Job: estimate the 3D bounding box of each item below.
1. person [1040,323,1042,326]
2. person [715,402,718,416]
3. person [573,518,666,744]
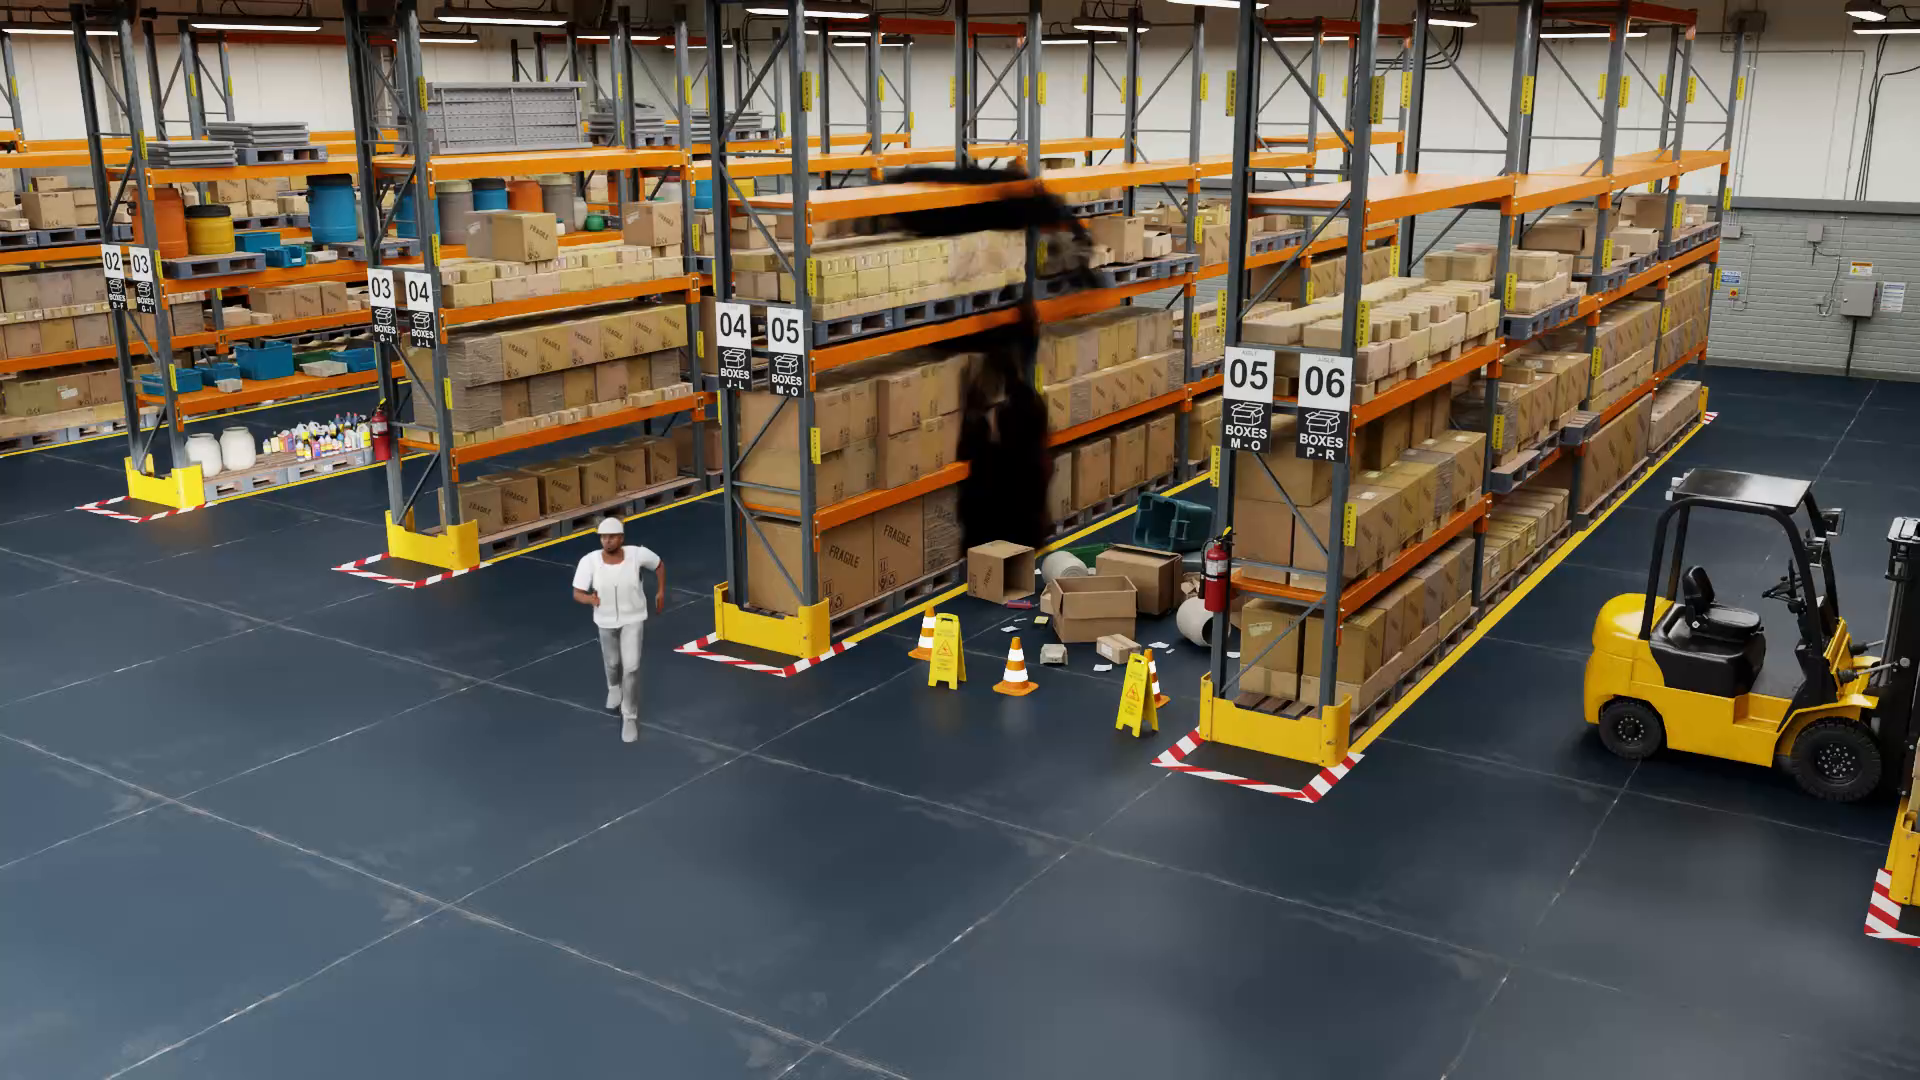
[{"bbox_3d":[1.118,-2.543,25.277,0.599,1.652,0.544,9,18,29],"label":"person"},{"bbox_3d":[-3.735,-2.686,25.578,0.685,1.826,0.777,7,17,23],"label":"person"},{"bbox_3d":[-2.752,0.676,13.522,0.710,1.820,0.906,-1,16,-3],"label":"person"}]
